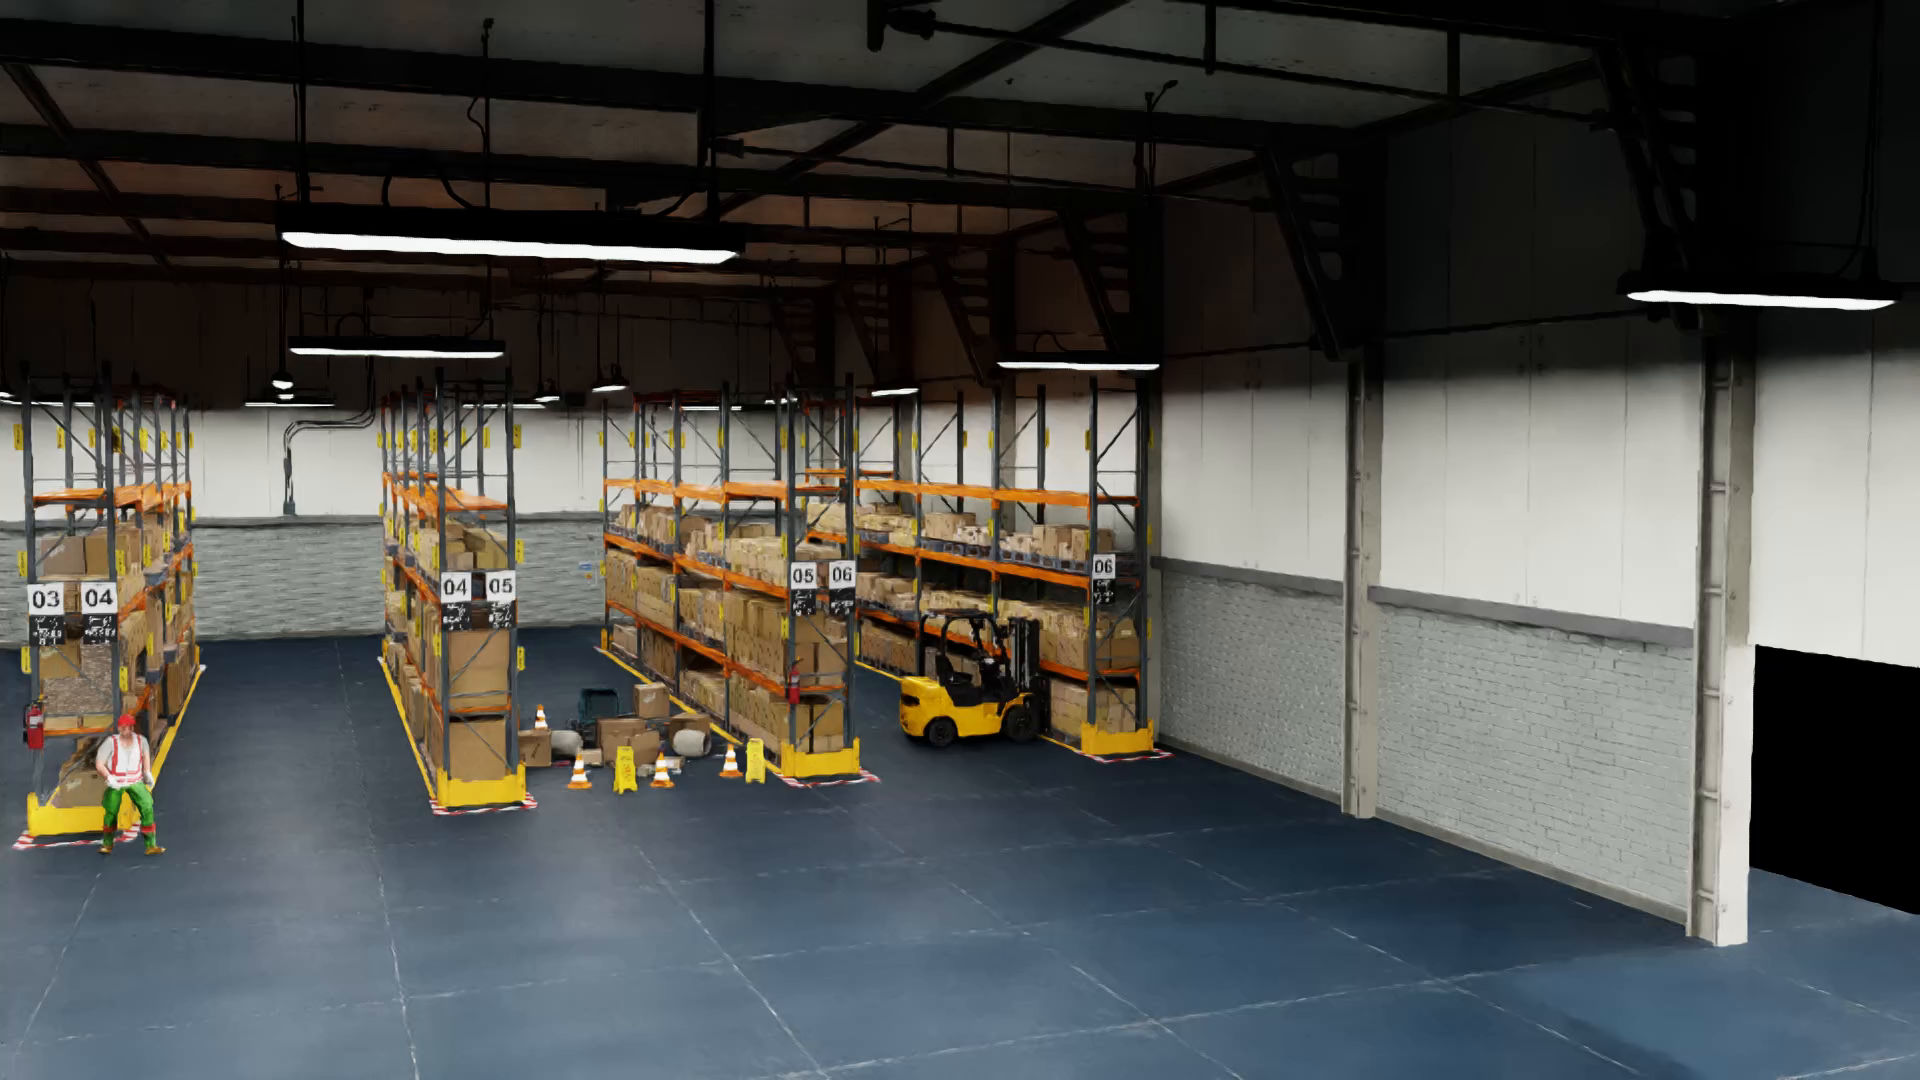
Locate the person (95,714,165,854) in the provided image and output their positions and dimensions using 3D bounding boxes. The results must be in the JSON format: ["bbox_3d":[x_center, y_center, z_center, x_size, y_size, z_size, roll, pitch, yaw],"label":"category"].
[{"bbox_3d":[-10.053,2.926,20.049,0.686,1.716,0.838,-3,4,-37],"label":"person"}]
